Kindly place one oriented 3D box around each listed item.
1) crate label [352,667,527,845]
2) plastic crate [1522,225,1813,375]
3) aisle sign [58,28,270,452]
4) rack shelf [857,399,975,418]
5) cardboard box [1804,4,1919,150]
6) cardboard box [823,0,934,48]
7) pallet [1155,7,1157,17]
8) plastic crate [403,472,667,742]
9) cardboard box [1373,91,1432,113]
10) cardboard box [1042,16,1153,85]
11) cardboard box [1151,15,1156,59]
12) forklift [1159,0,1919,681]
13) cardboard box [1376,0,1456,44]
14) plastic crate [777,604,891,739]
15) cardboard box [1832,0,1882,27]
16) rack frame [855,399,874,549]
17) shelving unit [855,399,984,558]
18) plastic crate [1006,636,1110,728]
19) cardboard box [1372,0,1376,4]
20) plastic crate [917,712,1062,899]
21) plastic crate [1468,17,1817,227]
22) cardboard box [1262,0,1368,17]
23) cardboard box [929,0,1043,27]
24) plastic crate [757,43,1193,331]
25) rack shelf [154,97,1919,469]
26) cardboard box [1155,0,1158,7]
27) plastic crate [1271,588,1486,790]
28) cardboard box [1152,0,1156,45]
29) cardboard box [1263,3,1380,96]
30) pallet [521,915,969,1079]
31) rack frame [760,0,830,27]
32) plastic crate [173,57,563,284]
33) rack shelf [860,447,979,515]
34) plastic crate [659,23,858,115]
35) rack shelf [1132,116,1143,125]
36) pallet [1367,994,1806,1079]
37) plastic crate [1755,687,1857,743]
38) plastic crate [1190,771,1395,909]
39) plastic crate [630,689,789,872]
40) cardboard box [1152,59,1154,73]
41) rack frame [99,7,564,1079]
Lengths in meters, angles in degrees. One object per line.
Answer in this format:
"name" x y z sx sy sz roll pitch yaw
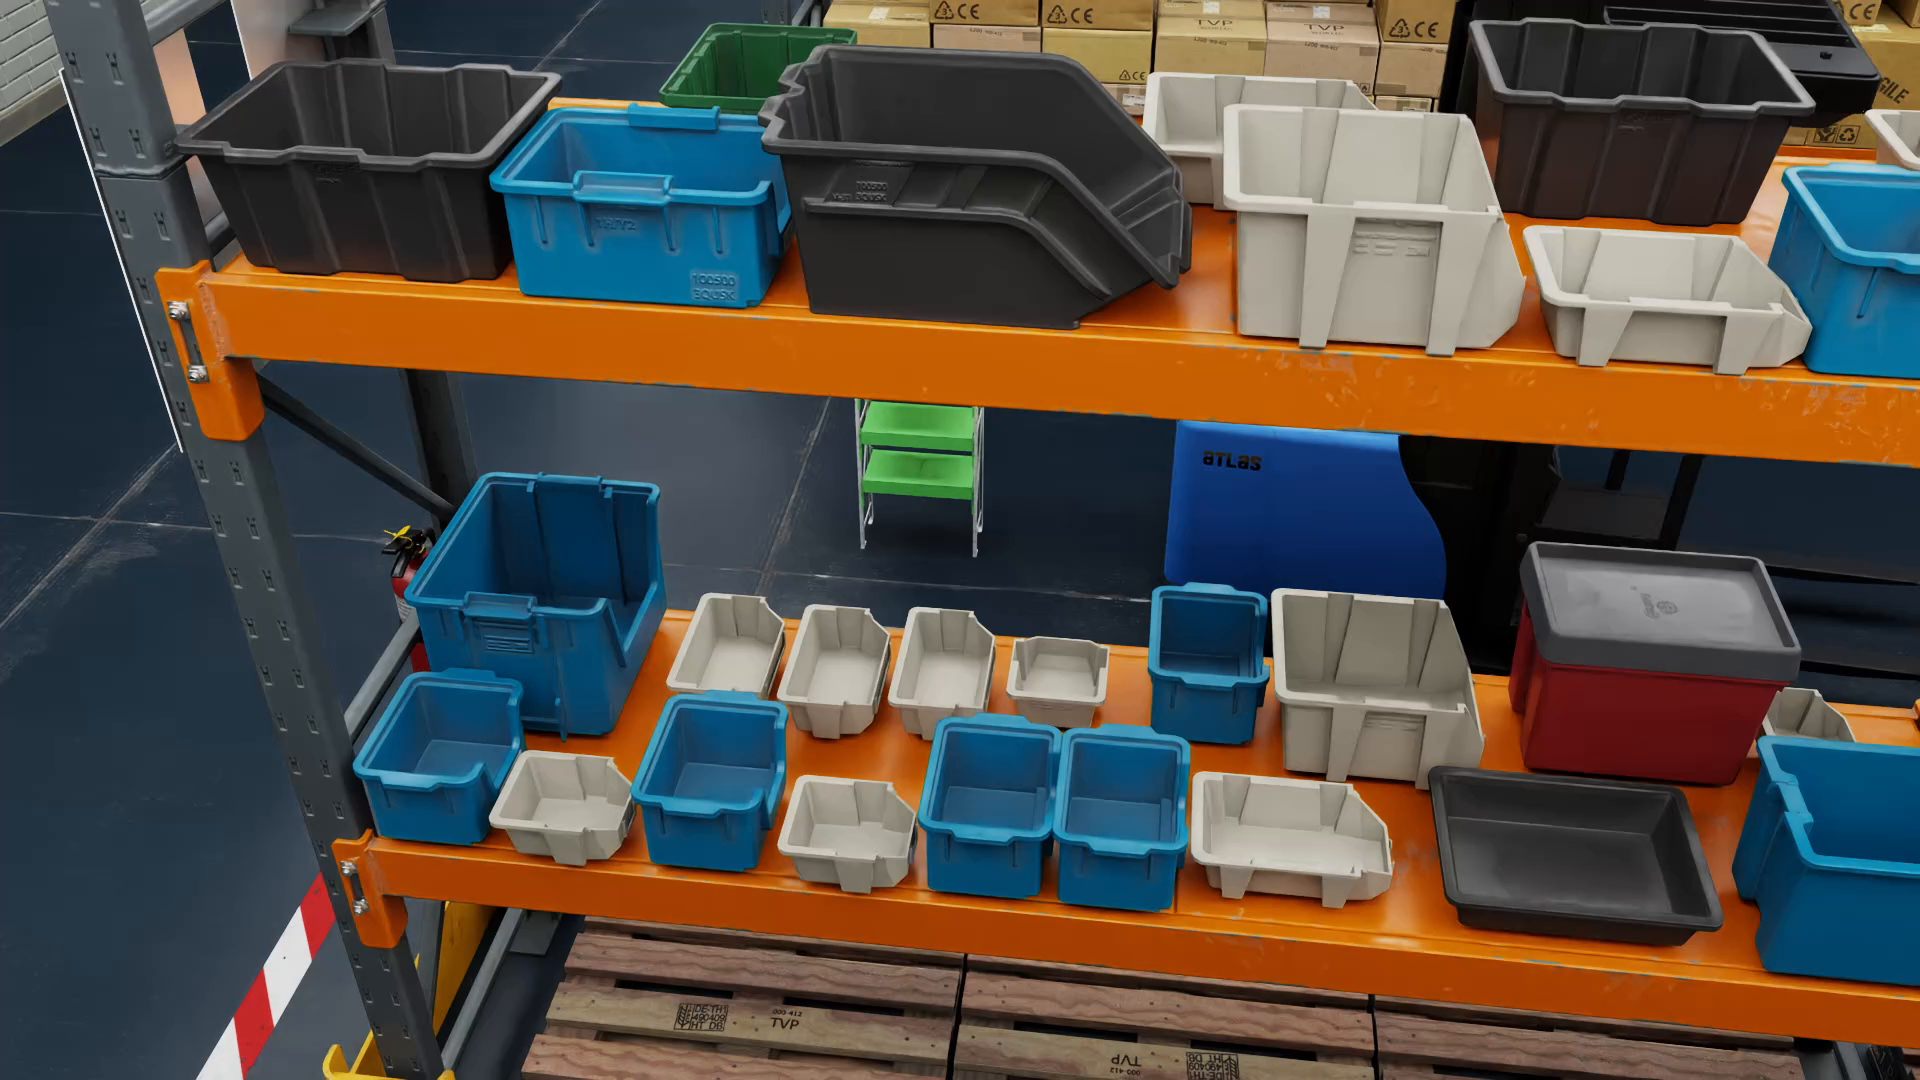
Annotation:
"crate label" -1.233 0.533 4.013 0.303 0.233 0.416 4 36 6
"plastic crate" 1.222 -0.411 2.889 0.466 0.136 0.293 4 36 6
"aisle sign" -1.545 -0.611 3.286 0.004 0.787 0.394 4 36 6
"rack shelf" -0.164 -0.644 6.816 0.480 0.148 0.258 4 36 6
"cardboard box" 4.086 -2.102 7.527 0.500 0.500 0.500 4 36 6
"cardboard box" -0.363 -2.441 7.961 0.500 0.250 0.500 3 36 5
"pallet" 2.010 -4.110 12.827 1.213 0.211 1.003 4 36 6
"plastic crate" -1.080 0.160 4.362 0.499 0.435 0.616 4 36 6
"cardboard box" 2.053 -2.065 7.777 0.250 0.149 0.380 5 36 7
"cardboard box" 0.651 -2.367 7.858 0.500 0.250 0.500 3 36 4
"cardboard box" 0.861 -2.540 8.443 0.250 0.149 0.380 4 36 6
"forklift" 2.358 -0.868 5.943 3.031 2.935 1.130 7 36 10
"cardboard box" 2.176 -2.561 7.484 0.500 0.500 0.500 5 36 6
"plastic crate" -0.318 0.350 4.352 0.243 0.136 0.396 4 36 6
"cardboard box" 3.797 -2.683 7.477 0.637 0.503 0.797 3 36 5
"rack frame" -0.406 -0.519 6.944 0.015 1.200 0.240 4 36 6
"shelving unit" -0.164 -0.501 6.919 0.503 1.200 0.258 4 36 6
"plastic crate" 0.257 0.368 4.328 0.250 0.136 0.298 4 36 6
"cardboard box" 2.233 -2.865 7.910 0.500 0.500 0.500 4 36 6
"plastic crate" 0.073 0.631 3.877 0.300 0.233 0.416 4 36 6
"plastic crate" 1.335 -0.840 3.375 0.590 0.269 0.497 4 36 6
"cardboard box" 1.723 -2.597 8.179 0.500 0.250 0.500 5 36 7
"cardboard box" 0.133 -2.709 7.692 0.500 0.500 0.500 3 36 5
"plastic crate" 0.045 -0.643 3.040 0.767 0.338 0.504 4 36 6
"rack shelf" 0.548 -0.499 3.404 4.000 0.370 1.077 4 36 6
"cardboard box" 1.428 -4.177 12.614 0.250 0.149 0.380 4 36 6
"plastic crate" 1.041 0.382 4.183 0.530 0.282 0.437 4 36 6
"cardboard box" 0.718 -2.674 8.288 0.500 0.250 0.500 3 36 4
"cardboard box" 1.671 -2.292 7.753 0.500 0.250 0.500 5 36 7
"pallet" -0.623 1.500 4.967 1.213 0.211 1.003 4 36 6
"rack frame" -0.805 -2.572 8.272 0.127 3.000 1.000 4 36 6
"plastic crate" -1.089 -0.697 3.175 0.590 0.269 0.497 4 36 6
"rack shelf" -0.164 -0.253 7.095 0.480 0.148 0.258 4 36 6
"plastic crate" -0.421 -0.945 3.592 0.336 0.188 0.450 4 36 6
"rack shelf" 1.179 -2.131 8.274 4.000 0.370 1.077 4 36 6
"pallet" 1.798 1.680 4.714 1.213 0.211 1.003 4 36 6
"plastic crate" 2.088 0.544 4.081 0.243 0.136 0.396 4 36 6
"plastic crate" 0.766 0.705 3.856 0.466 0.136 0.293 4 36 6
"plastic crate" -0.580 0.582 3.945 0.300 0.233 0.416 4 36 6
"cardboard box" 1.031 -2.141 7.883 0.250 0.149 0.380 3 36 5
"rack frame" -1.436 0.282 4.273 0.127 3.000 1.000 4 36 6
